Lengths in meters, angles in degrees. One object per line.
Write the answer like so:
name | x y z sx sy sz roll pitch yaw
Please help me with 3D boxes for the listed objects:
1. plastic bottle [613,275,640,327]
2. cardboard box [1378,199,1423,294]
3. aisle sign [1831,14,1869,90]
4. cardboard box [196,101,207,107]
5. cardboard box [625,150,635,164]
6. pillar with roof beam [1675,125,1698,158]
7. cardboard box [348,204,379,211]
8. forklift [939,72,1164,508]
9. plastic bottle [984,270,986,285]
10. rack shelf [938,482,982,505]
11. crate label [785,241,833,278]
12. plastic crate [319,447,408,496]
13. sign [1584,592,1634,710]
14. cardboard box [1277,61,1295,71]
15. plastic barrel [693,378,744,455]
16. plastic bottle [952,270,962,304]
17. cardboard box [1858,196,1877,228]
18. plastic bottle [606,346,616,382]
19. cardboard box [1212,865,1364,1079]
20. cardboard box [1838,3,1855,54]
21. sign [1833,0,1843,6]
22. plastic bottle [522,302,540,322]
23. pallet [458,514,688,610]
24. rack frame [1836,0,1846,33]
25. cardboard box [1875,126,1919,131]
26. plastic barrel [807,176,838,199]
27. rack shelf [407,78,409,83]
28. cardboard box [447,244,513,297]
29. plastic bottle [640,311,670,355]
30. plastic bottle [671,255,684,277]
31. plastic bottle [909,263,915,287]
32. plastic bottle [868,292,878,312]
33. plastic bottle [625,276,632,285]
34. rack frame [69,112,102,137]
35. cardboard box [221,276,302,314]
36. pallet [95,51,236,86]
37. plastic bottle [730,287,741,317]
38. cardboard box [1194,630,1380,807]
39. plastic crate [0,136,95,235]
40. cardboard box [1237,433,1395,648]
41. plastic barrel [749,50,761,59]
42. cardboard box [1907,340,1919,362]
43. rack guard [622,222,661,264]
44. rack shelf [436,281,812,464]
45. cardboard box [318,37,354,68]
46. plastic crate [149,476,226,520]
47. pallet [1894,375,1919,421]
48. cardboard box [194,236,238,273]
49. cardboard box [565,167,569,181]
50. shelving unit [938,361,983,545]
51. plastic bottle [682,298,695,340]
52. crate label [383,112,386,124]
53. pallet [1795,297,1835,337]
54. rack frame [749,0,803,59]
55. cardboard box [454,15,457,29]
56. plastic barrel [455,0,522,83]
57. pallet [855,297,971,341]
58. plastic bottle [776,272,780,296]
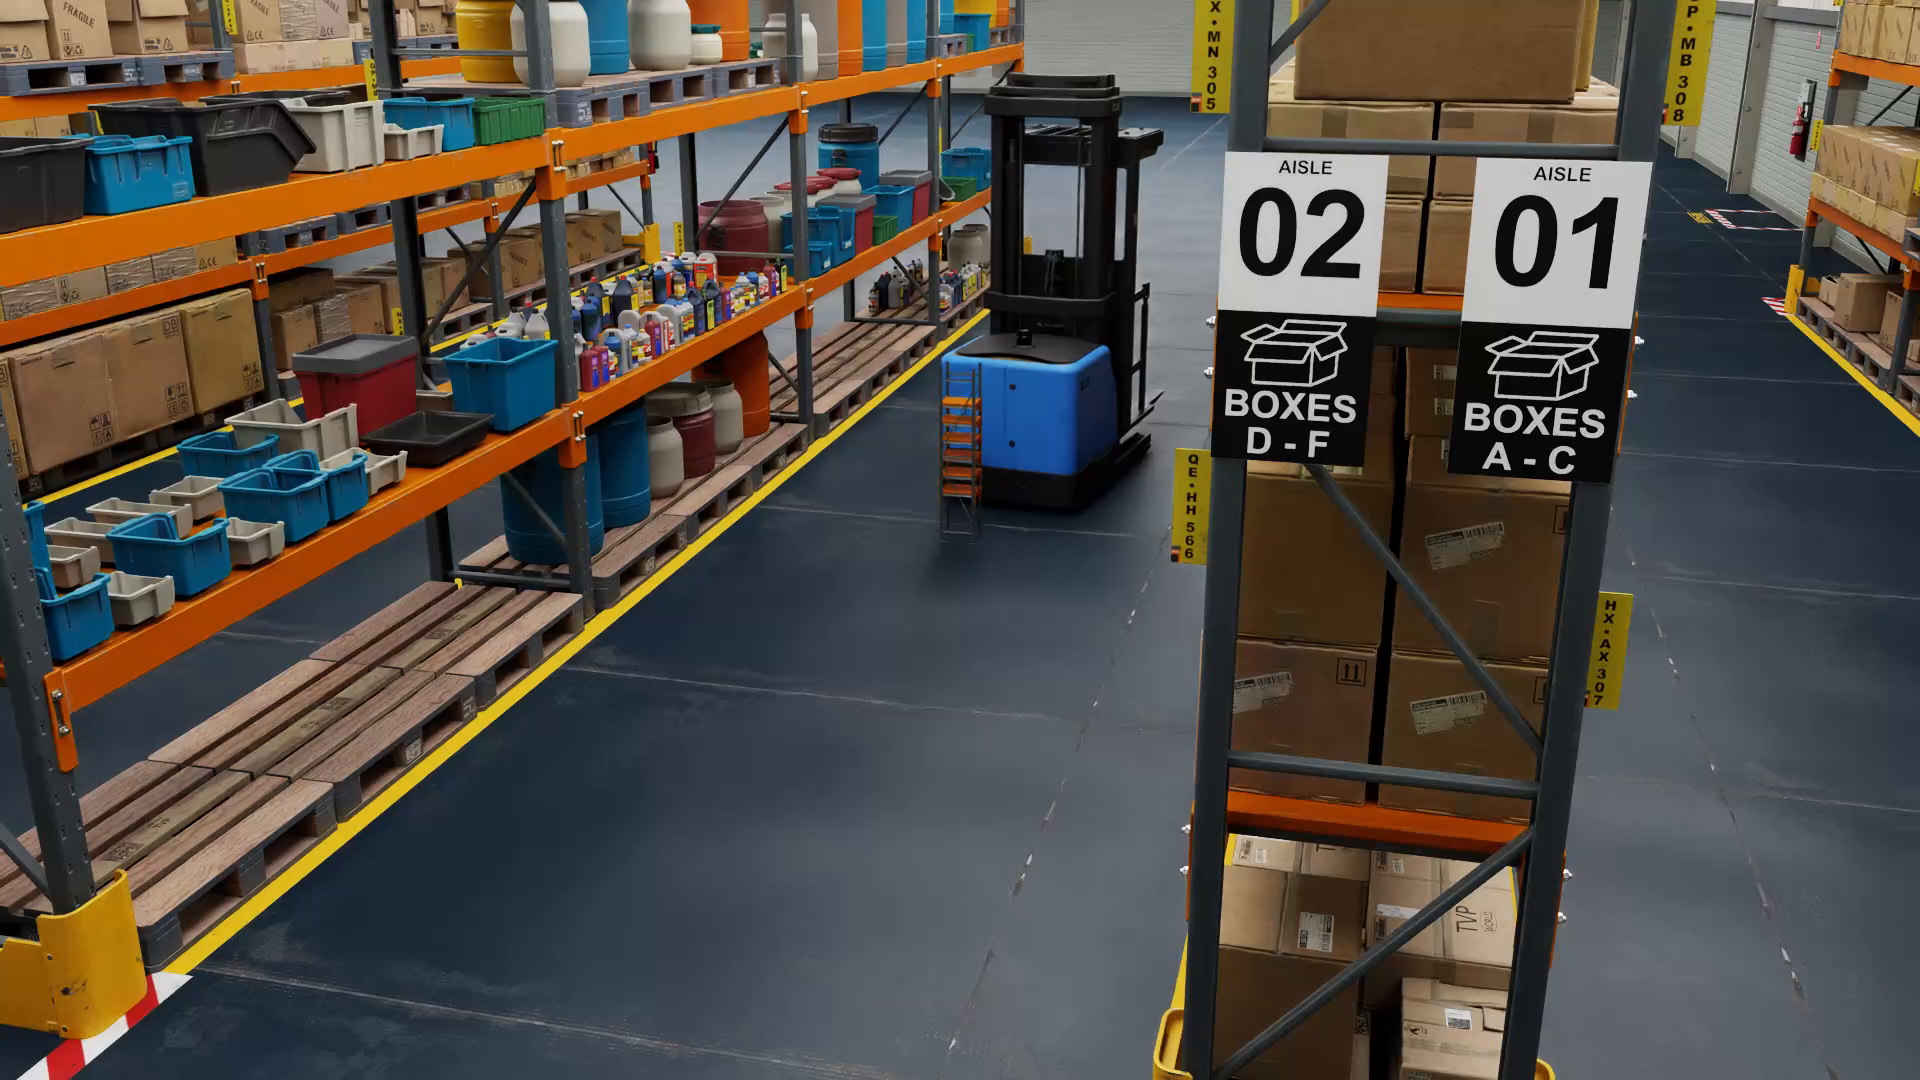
plastic bottle | -2.304 -1.654 11.466 0.144 0.351 0.185 5 19 13
cardboard box | 1.034 -0.872 4.692 0.500 0.250 0.500 5 19 13
aisle sign | 9.604 -5.243 17.876 0.394 0.787 0.004 5 19 13
cardboard box | -9.762 -5.512 20.781 0.875 0.550 0.500 5 19 13
cardboard box | -4.401 -4.916 21.328 0.380 0.149 0.250 5 19 13
pillar with roof beam | 10.769 -12.500 33.862 9.100 9.000 0.400 5 19 13
cardboard box | -5.854 -3.268 15.697 0.500 0.250 0.500 4 19 12
forklift | 0.869 -2.048 12.648 1.130 2.935 3.031 7 20 21
plastic bottle | 0.247 -3.023 19.046 0.097 0.201 0.097 0 19 0
rack shelf | 0.004 -0.303 11.099 0.258 0.103 0.180 5 19 13
crate label | -1.217 -2.265 13.437 0.303 0.233 0.416 5 19 13
plastic crate | -2.795 -0.322 7.805 0.293 0.136 0.466 5 19 13
sign | 1.690 0.291 4.355 0.100 0.325 0.005 5 19 13
cardboard box | 1.406 -1.579 5.987 0.500 0.250 0.500 5 19 13
plastic barrel | -1.838 -0.925 12.453 0.421 0.512 0.421 0 19 0
plastic bottle | -0.061 -2.730 17.956 0.144 0.351 0.185 4 19 11
cardboard box | 8.960 -3.138 15.936 0.500 0.250 0.500 5 19 13
plastic bottle | -2.115 -1.055 9.942 0.097 0.201 0.097 0 19 0
cardboard box | 1.058 1.443 5.509 0.500 0.500 0.500 5 19 13
cardboard box | 9.554 -5.358 17.408 0.500 0.500 0.500 5 20 15
sign | 9.352 -5.843 17.660 0.100 0.325 0.005 5 19 13
plastic bottle | -2.709 -1.337 10.537 0.144 0.351 0.185 5 19 13
pallet | -2.432 0.093 10.589 1.003 0.211 1.213 5 19 13
rack frame | 9.878 -6.806 17.191 1.000 3.000 0.127 5 19 13
cardboard box | 9.969 -4.096 17.579 0.500 0.500 0.500 4 19 13
plastic barrel | -1.332 -3.047 15.259 0.433 0.535 0.433 0 19 0
rack shelf | -5.021 -5.593 19.393 1.077 0.370 4.000 5 19 13
cardboard box | -5.373 -3.025 18.620 0.500 0.500 0.500 4 19 12
plastic bottle | -1.952 -1.335 10.646 0.152 0.276 0.135 5 19 13
plastic bottle | -2.158 -2.037 12.709 0.097 0.271 0.097 0 19 0
plastic bottle | -0.558 -3.015 18.915 0.097 0.271 0.097 0 19 0
plastic bottle | -0.920 -2.518 17.567 0.097 0.201 0.097 0 19 0
plastic bottle | -2.384 -1.747 11.861 0.097 0.271 0.097 0 19 0
rack frame | -10.294 -4.310 19.166 1.000 3.000 0.127 5 19 13
cardboard box | -6.352 -2.226 15.089 0.500 0.250 0.500 5 20 16
pallet | -6.592 -3.757 13.198 1.213 0.211 1.003 6 20 16
plastic bottle | -1.614 -1.697 11.823 0.097 0.201 0.097 0 19 0
cardboard box | 1.010 0.449 5.078 0.500 0.500 0.500 5 20 15
plastic crate | -3.274 -1.191 5.594 0.497 0.269 0.590 5 19 13
cardboard box | 1.006 -0.024 4.915 0.500 0.500 0.500 4 19 13
plastic barrel | -1.673 -3.669 12.889 0.294 0.245 0.294 0 19 0
cardboard box | 9.002 -1.751 15.375 0.380 0.166 0.250 2 19 6
rack guard | -4.550 -3.934 21.931 1.175 0.500 0.348 5 19 13
rack shelf | -2.172 -1.275 11.391 1.077 0.370 4.000 5 19 13
cardboard box | -5.883 -4.431 15.112 0.500 0.250 0.500 5 20 15
plastic crate | -3.431 -0.181 7.392 0.298 0.136 0.250 5 19 13
pallet | 8.712 -1.149 14.226 1.003 0.211 1.213 5 19 13
cardboard box | -6.367 -2.506 13.729 0.500 0.500 0.500 5 20 15
cardboard box | -4.811 -4.283 19.474 0.380 0.149 0.250 5 19 13
shelving unit | 0.004 -0.572 11.007 0.258 1.200 0.189 5 19 13
plastic bottle | -1.817 -1.470 11.049 0.097 0.271 0.097 0 19 0
crate label | -3.061 -2.152 8.615 0.293 0.136 0.466 5 19 13
pallet | 9.626 -2.372 17.805 1.003 0.211 1.213 5 19 13
rack frame | -1.684 -5.081 12.141 1.000 3.000 0.127 5 19 13
cardboard box | -5.131 -5.501 17.628 0.380 0.149 0.250 4 19 12
plastic barrel | -2.635 -2.997 9.741 0.600 0.588 0.600 0 19 0
pallet | -0.502 -2.383 17.838 1.003 0.211 1.213 5 19 13
plastic bottle | -1.415 -1.953 12.571 0.097 0.201 0.097 0 19 0
